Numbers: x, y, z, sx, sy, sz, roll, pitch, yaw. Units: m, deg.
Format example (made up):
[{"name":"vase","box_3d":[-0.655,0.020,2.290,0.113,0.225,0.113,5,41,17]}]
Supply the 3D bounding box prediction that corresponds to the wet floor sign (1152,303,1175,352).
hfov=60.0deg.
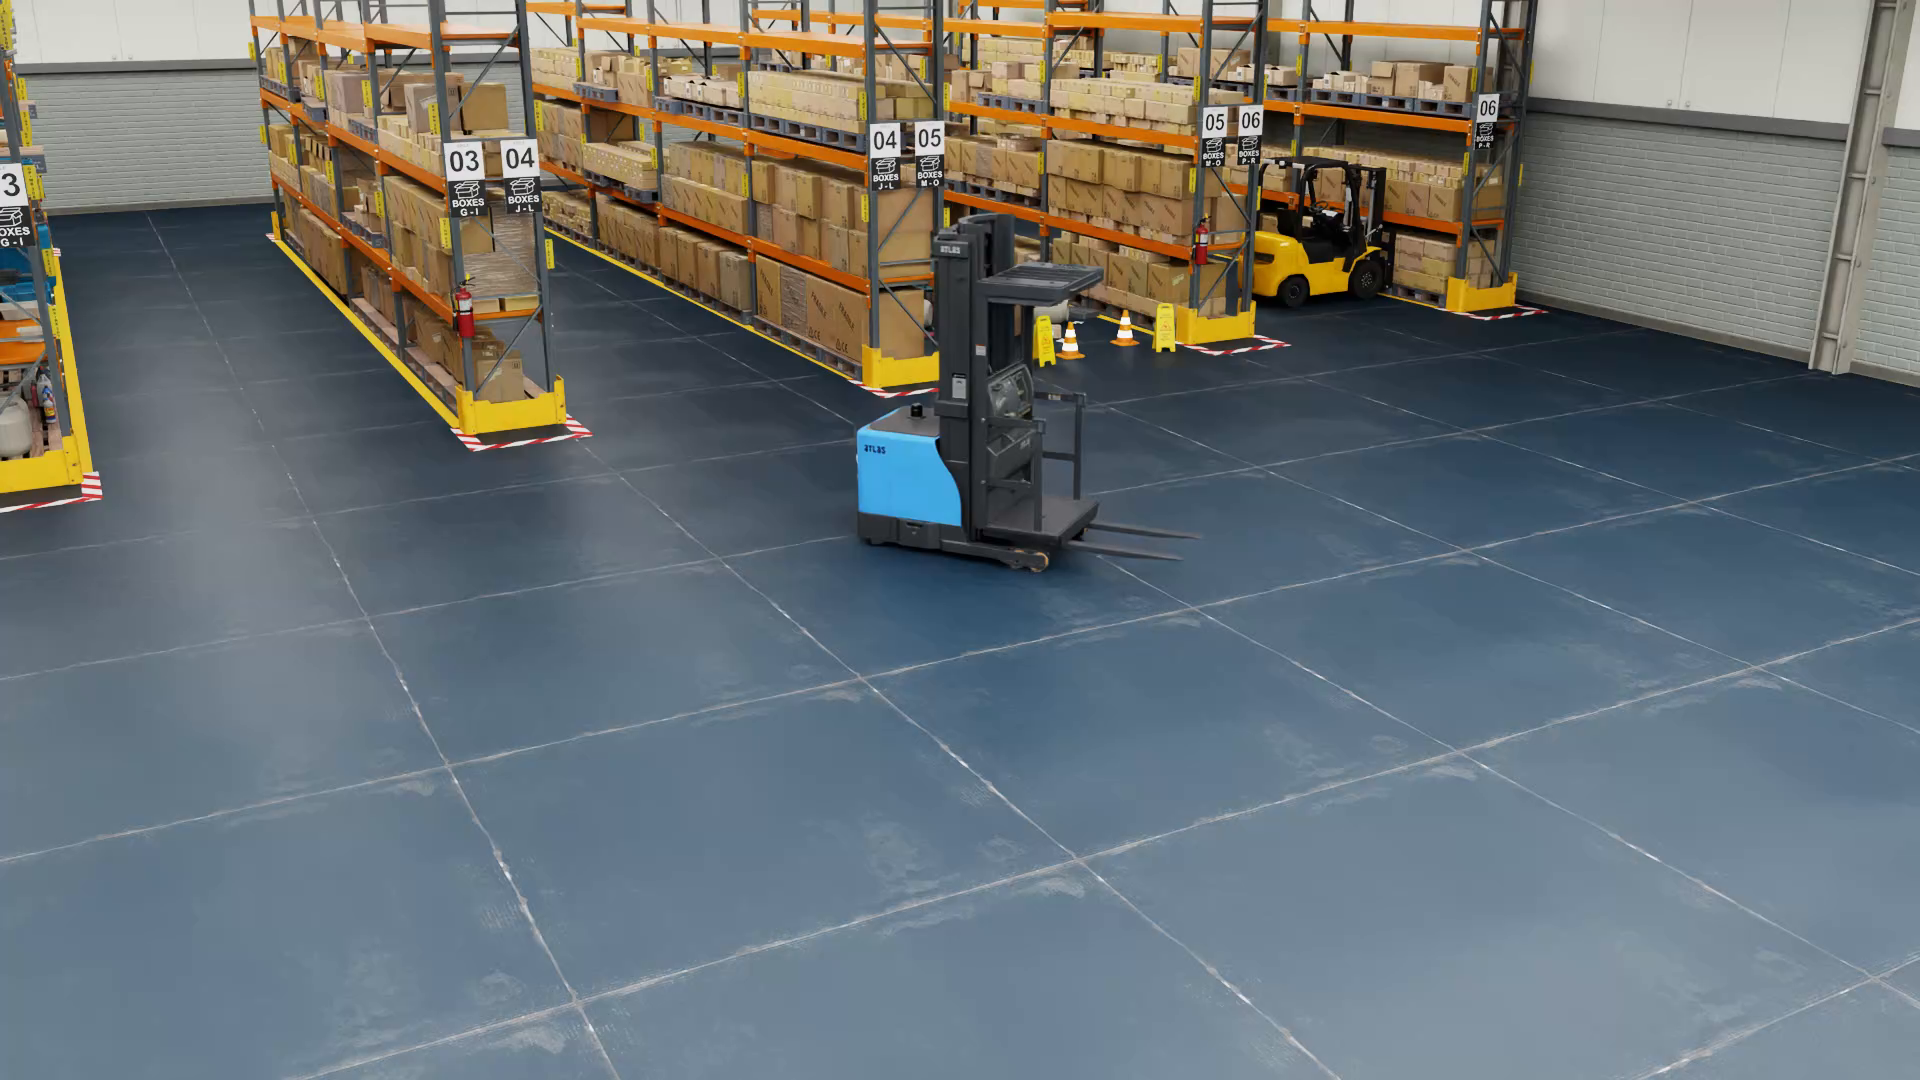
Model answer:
[{"name":"wet floor sign","box_3d":[2.791,-2.910,22.695,0.267,0.644,0.232,-3,19,-8]}]

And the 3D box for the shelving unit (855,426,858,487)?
[{"name":"shelving unit","box_3d":[-0.816,-0.639,15.710,0.210,0.900,0.258,14,24,42]}]

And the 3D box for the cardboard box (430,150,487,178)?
[{"name":"cardboard box","box_3d":[-5.531,-4.155,18.323,0.500,0.250,0.500,-9,21,-25]}]

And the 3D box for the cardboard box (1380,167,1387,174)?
[{"name":"cardboard box","box_3d":[6.928,-5.874,26.525,0.380,0.149,0.250,-10,21,-27]}]

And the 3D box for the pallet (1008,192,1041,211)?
[{"name":"pallet","box_3d":[1.508,-5.543,27.009,1.003,0.211,1.213,-10,21,-27]}]

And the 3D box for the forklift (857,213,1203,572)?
[{"name":"forklift","box_3d":[0.627,-1.306,14.541,3.031,2.935,1.130,8,21,22]}]

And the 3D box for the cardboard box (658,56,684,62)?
[{"name":"cardboard box","box_3d":[-4.815,-7.945,27.752,0.396,0.266,0.258,-10,21,-27]}]

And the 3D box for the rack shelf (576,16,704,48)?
[{"name":"rack shelf","box_3d":[-5.414,-8.625,28.166,1.077,0.370,4.000,-10,21,-27]}]

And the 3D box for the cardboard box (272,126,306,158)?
[{"name":"cardboard box","box_3d":[-12.198,-7.255,30.300,0.500,0.500,0.500,-11,22,-28]}]

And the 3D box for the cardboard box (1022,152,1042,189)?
[{"name":"cardboard box","box_3d":[1.322,-5.875,26.425,0.500,0.500,0.500,-10,22,-28]}]

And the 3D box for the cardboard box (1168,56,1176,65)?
[{"name":"cardboard box","box_3d":[4.184,-9.212,31.912,0.380,0.149,0.250,-10,21,-26]}]

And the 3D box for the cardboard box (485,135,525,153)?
[{"name":"cardboard box","box_3d":[-5.006,-4.359,18.304,0.380,0.149,0.250,-10,21,-27]}]

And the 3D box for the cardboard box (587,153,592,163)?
[{"name":"cardboard box","box_3d":[-6.457,-6.855,29.801,0.380,0.149,0.250,-10,22,-28]}]

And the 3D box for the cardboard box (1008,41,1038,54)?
[{"name":"cardboard box","box_3d":[1.377,-10.581,35.724,0.500,0.250,0.500,-10,21,-26]}]

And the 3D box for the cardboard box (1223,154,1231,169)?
[{"name":"cardboard box","box_3d":[4.940,-6.870,30.026,0.500,0.250,0.500,-10,21,-26]}]

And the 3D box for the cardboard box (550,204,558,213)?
[{"name":"cardboard box","box_3d":[-7.940,-6.608,33.072,0.380,0.149,0.250,-9,21,-25]}]

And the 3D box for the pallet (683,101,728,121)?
[{"name":"pallet","box_3d":[-3.579,-6.576,25.399,1.003,0.211,1.213,-9,21,-24]}]

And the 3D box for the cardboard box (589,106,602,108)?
[{"name":"cardboard box","box_3d":[-6.836,-8.016,31.741,0.500,0.500,0.500,-10,21,-26]}]

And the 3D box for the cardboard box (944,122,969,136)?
[{"name":"cardboard box","box_3d":[-0.175,-7.239,29.945,0.500,0.500,0.500,-11,22,-28]}]

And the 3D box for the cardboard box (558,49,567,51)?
[{"name":"cardboard box","box_3d":[-7.810,-9.392,32.123,0.380,0.149,0.250,-9,21,-25]}]

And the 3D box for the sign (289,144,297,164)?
[{"name":"sign","box_3d":[-11.265,-6.514,28.079,0.100,0.325,0.005,-10,21,-27]}]

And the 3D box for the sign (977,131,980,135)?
[{"name":"sign","box_3d":[0.317,-7.137,29.680,0.100,0.325,0.005,-10,21,-27]}]

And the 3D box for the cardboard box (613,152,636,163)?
[{"name":"cardboard box","box_3d":[-5.713,-6.547,28.453,0.380,0.149,0.250,-9,21,-24]}]

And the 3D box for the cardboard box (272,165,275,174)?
[{"name":"cardboard box","box_3d":[-12.675,-6.956,31.196,0.380,0.149,0.250,-10,22,-27]}]

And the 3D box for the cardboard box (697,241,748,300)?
[{"name":"cardboard box","box_3d":[-3.394,-4.173,25.550,1.050,0.750,0.750,-10,21,-27]}]

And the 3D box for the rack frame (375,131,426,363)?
[{"name":"rack frame","box_3d":[-6.978,-3.857,21.829,1.000,3.000,0.127,-10,21,-27]}]

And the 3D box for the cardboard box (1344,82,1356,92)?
[{"name":"cardboard box","box_3d":[6.420,-7.310,26.826,0.380,0.149,0.250,-9,21,-25]}]

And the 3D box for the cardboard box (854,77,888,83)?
[{"name":"cardboard box","box_3d":[-1.147,-5.880,21.459,0.380,0.149,0.250,-10,22,-27]}]

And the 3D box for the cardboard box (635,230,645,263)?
[{"name":"cardboard box","box_3d":[-5.251,-5.059,28.502,0.500,0.500,0.500,-9,21,-24]}]

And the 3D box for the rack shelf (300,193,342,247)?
[{"name":"rack shelf","box_3d":[-9.828,-5.239,26.937,1.077,0.370,4.000,-10,21,-27]}]

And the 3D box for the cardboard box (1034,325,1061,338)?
[{"name":"cardboard box","box_3d":[1.243,-2.959,23.597,0.380,0.149,0.250,1,19,2]}]

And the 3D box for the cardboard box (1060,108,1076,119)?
[{"name":"cardboard box","box_3d":[1.748,-6.479,25.215,0.380,0.149,0.250,-10,21,-27]}]

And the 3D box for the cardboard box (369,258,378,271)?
[{"name":"cardboard box","box_3d":[-8.533,-4.198,24.826,0.500,0.250,0.500,-9,21,-24]}]

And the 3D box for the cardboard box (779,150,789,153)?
[{"name":"cardboard box","box_3d":[-3.490,-8.412,34.876,0.500,0.500,0.500,-10,21,-27]}]

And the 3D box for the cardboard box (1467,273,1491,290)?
[{"name":"cardboard box","box_3d":[7.948,-4.083,26.057,0.500,0.250,0.500,-10,21,-26]}]

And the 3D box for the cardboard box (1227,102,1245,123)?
[{"name":"cardboard box","box_3d":[3.638,-5.917,22.974,0.500,0.250,0.500,-10,22,-28]}]

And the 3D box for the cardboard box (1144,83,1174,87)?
[{"name":"cardboard box","box_3d":[2.906,-6.580,24.286,0.380,0.149,0.250,-10,21,-26]}]

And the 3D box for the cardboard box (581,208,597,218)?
[{"name":"cardboard box","box_3d":[-6.918,-6.154,31.300,0.380,0.149,0.250,-10,21,-26]}]

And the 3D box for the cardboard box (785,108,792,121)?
[{"name":"cardboard box","box_3d":[-2.085,-5.619,21.924,0.380,0.149,0.250,-10,21,-27]}]

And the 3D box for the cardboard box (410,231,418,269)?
[{"name":"cardboard box","box_3d":[-6.287,-3.629,20.559,0.875,0.500,0.500,-10,21,-27]}]

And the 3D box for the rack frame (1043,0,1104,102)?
[{"name":"rack frame","box_3d":[1.743,-8.228,25.298,1.000,3.000,0.127,-10,21,-27]}]

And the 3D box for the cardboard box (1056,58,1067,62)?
[{"name":"cardboard box","box_3d":[2.195,-9.776,33.973,0.380,0.149,0.250,-10,21,-26]}]

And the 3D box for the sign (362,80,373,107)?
[{"name":"sign","box_3d":[-7.465,-5.618,20.939,0.100,0.325,0.005,-10,21,-27]}]

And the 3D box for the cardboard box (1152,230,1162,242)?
[{"name":"cardboard box","box_3d":[2.956,-4.331,23.589,0.380,0.149,0.250,-10,22,-28]}]

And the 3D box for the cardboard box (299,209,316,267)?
[{"name":"cardboard box","box_3d":[-10.456,-5.167,28.239,1.225,0.875,0.875,-10,21,-26]}]

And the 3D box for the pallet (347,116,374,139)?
[{"name":"pallet","box_3d":[-7.673,-5.677,22.793,1.213,0.211,1.003,-10,21,-27]}]

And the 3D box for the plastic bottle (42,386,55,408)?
[{"name":"plastic bottle","box_3d":[-10.331,-1.614,18.836,0.097,0.271,0.097,0,19,0]}]

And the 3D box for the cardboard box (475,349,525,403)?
[{"name":"cardboard box","box_3d":[-5.361,-1.907,19.367,0.500,0.500,0.500,-6,20,-17]}]

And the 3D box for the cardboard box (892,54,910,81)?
[{"name":"cardboard box","box_3d":[-0.794,-8.459,29.769,0.700,0.500,0.500,-11,22,-29]}]

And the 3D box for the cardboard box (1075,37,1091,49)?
[{"name":"cardboard box","box_3d":[2.516,-10.262,34.291,0.396,0.266,0.258,-10,22,-27]}]

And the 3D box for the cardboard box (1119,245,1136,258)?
[{"name":"cardboard box","box_3d":[2.559,-4.237,24.356,0.380,0.149,0.250,-9,21,-24]}]

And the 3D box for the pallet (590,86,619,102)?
[{"name":"pallet","box_3d":[-5.670,-7.731,28.745,1.213,0.211,1.003,-10,21,-27]}]

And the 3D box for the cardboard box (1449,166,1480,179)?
[{"name":"cardboard box","box_3d":[7.654,-5.578,25.213,0.380,0.149,0.250,-10,21,-27]}]

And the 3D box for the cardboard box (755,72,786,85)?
[{"name":"cardboard box","box_3d":[-2.569,-6.288,22.640,0.380,0.149,0.250,-10,21,-27]}]

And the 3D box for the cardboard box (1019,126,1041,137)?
[{"name":"cardboard box","box_3d":[1.603,-8.778,35.864,0.500,0.250,0.500,-10,21,-26]}]

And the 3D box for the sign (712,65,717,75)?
[{"name":"sign","box_3d":[-3.972,-7.528,26.954,0.100,0.325,0.005,-10,21,-27]}]

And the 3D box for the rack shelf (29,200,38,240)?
[{"name":"rack shelf","box_3d":[-10.388,-3.593,17.569,1.077,0.370,4.000,-10,21,-27]}]
